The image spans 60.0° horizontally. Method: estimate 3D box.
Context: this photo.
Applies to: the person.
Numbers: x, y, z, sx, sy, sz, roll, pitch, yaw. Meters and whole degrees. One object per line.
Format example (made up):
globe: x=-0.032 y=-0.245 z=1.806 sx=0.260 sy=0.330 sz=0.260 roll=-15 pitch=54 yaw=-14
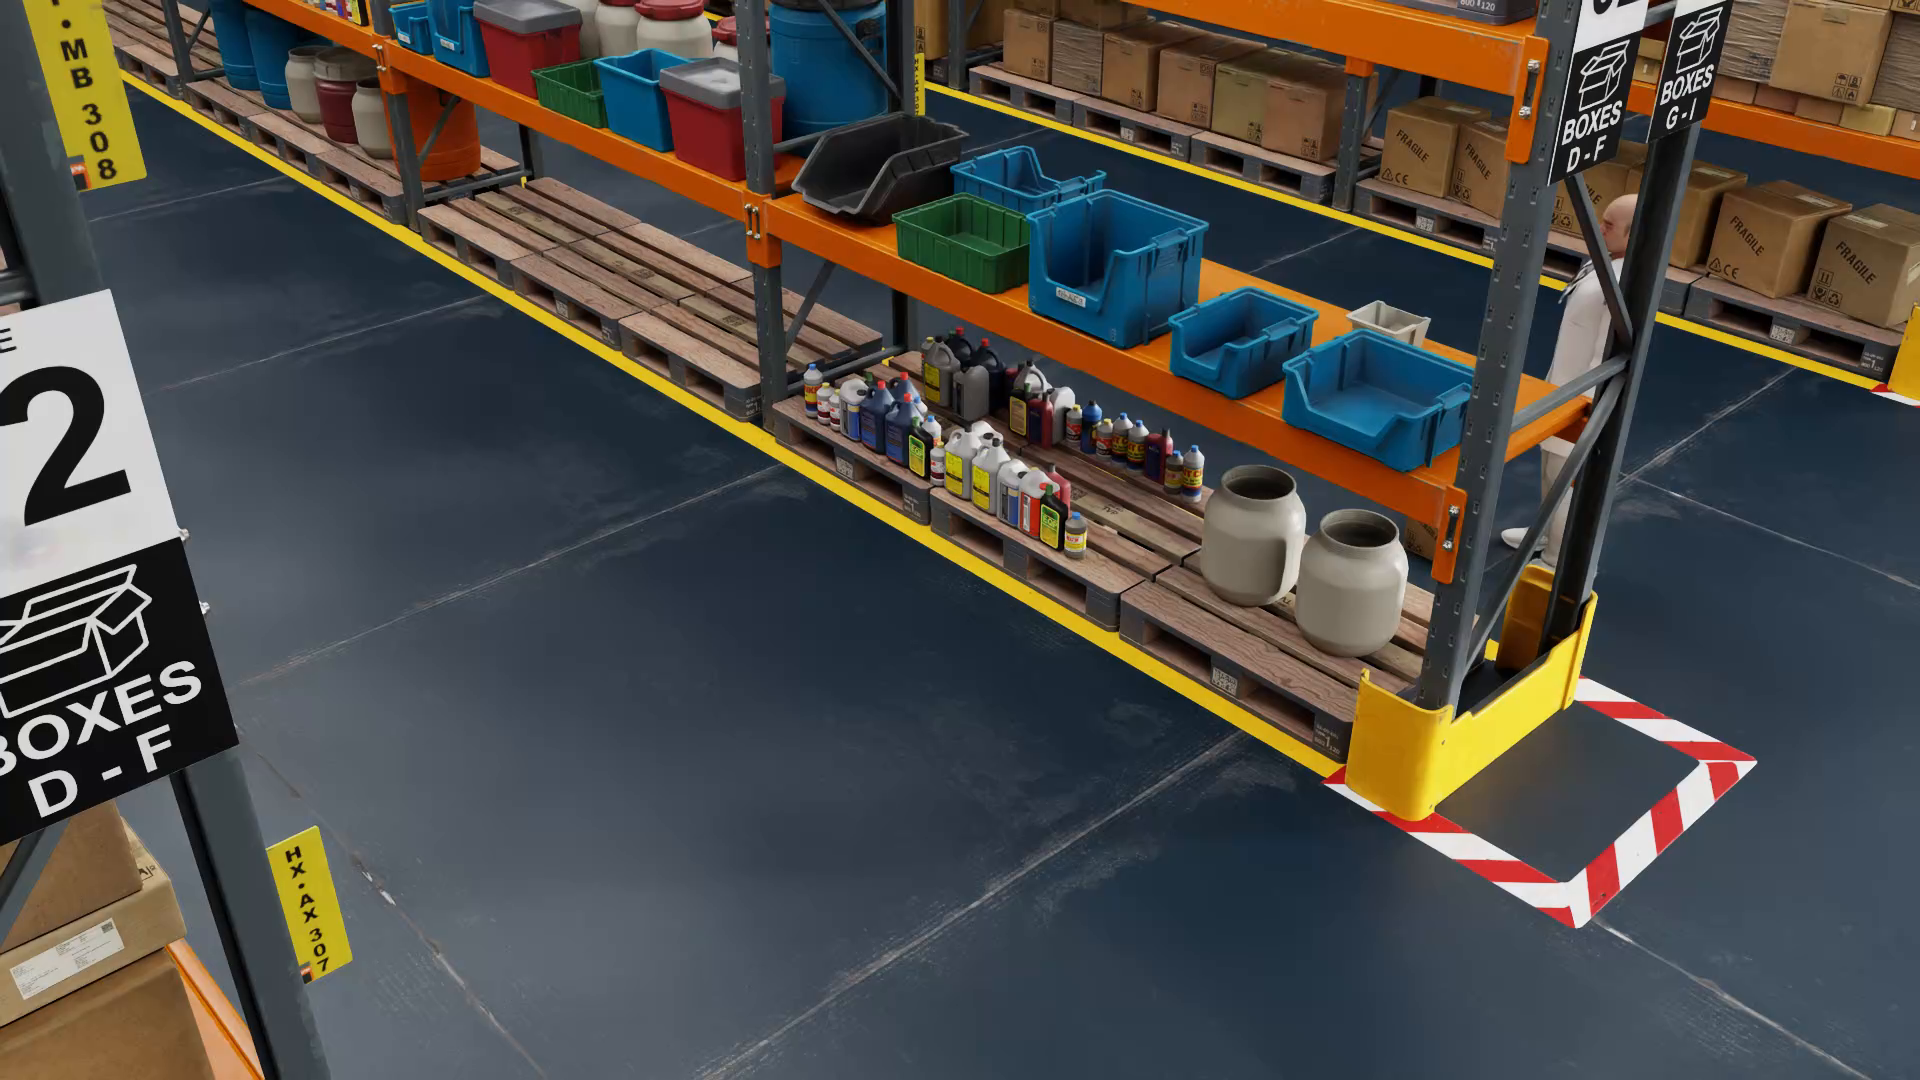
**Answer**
person: x=2.702 y=-0.632 z=7.219 sx=0.413 sy=1.804 sz=0.563 roll=9 pitch=32 yaw=14
